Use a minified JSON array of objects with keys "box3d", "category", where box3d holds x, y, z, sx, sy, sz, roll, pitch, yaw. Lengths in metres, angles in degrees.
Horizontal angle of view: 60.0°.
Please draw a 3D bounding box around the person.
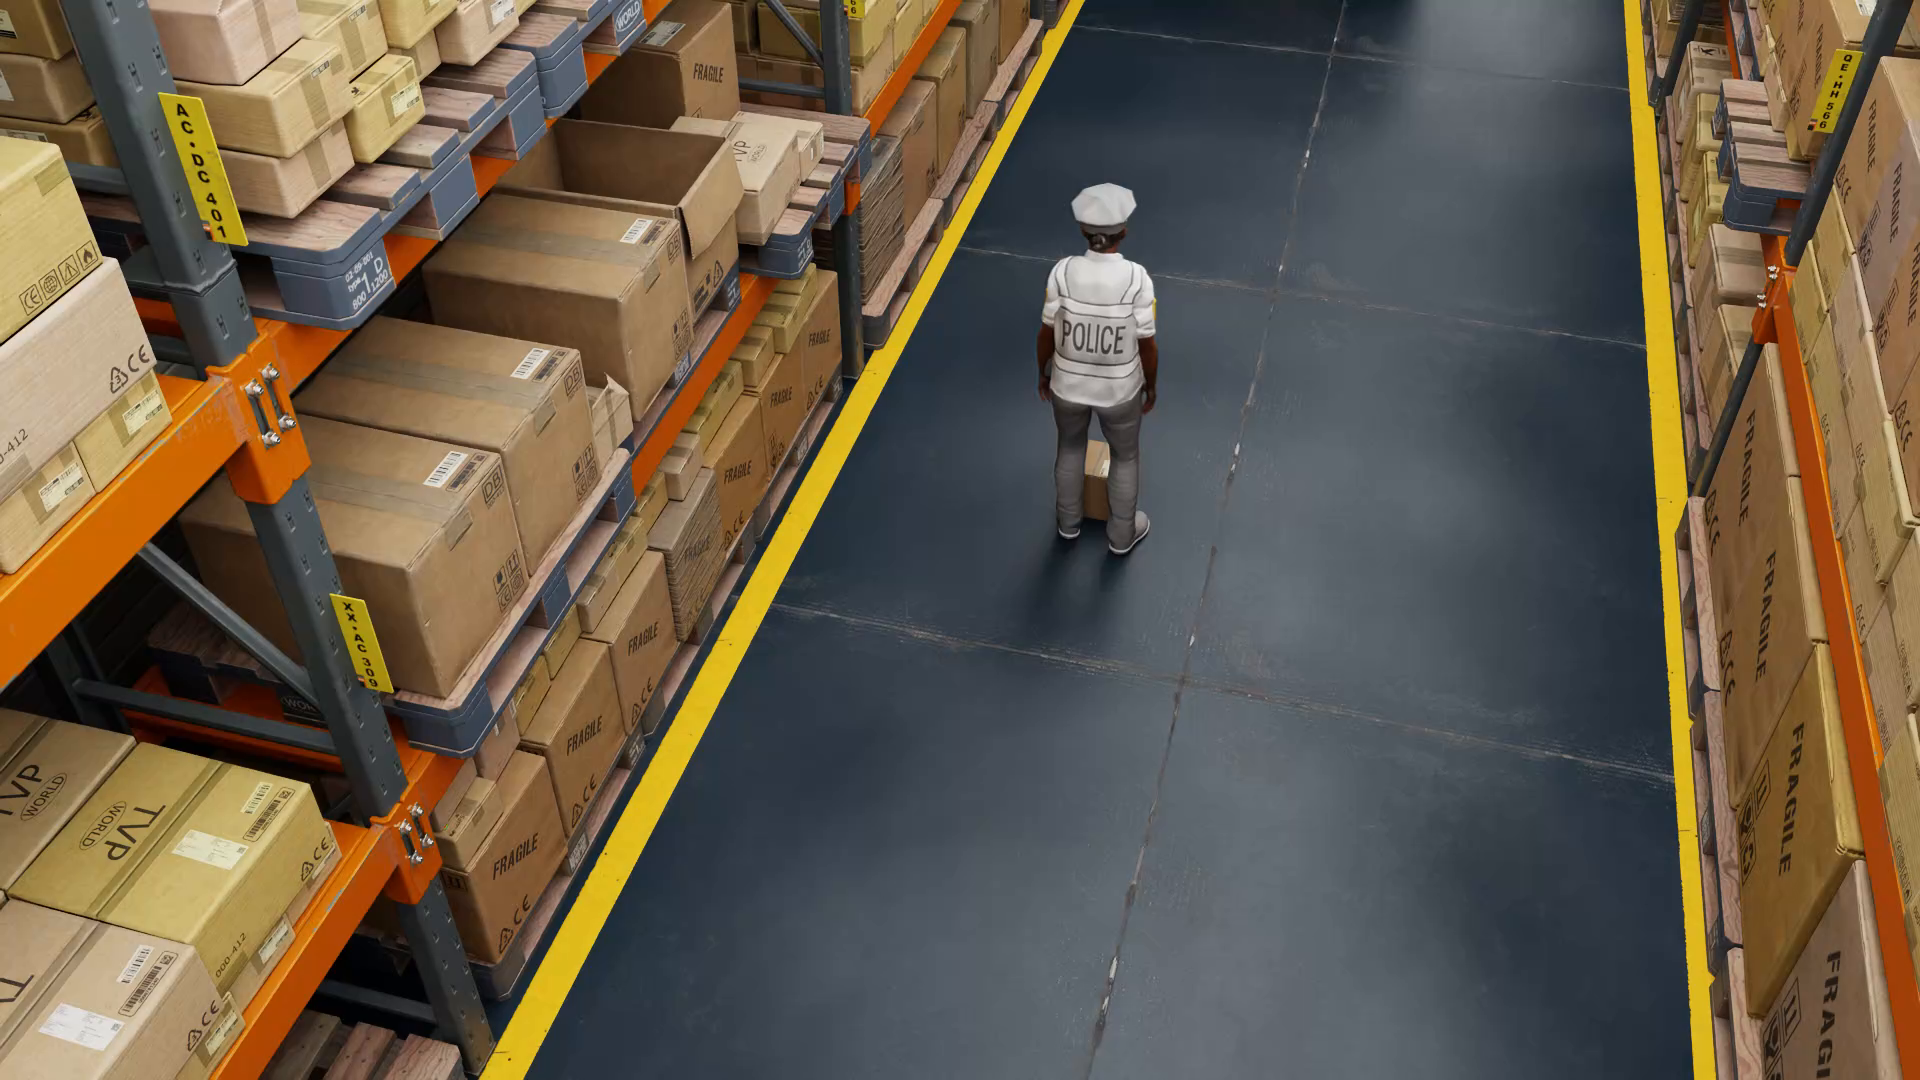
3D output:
[{"box3d":[0.578,-0.657,6.908,0.518,1.658,0.417,9,42,10],"category":"person"}]
